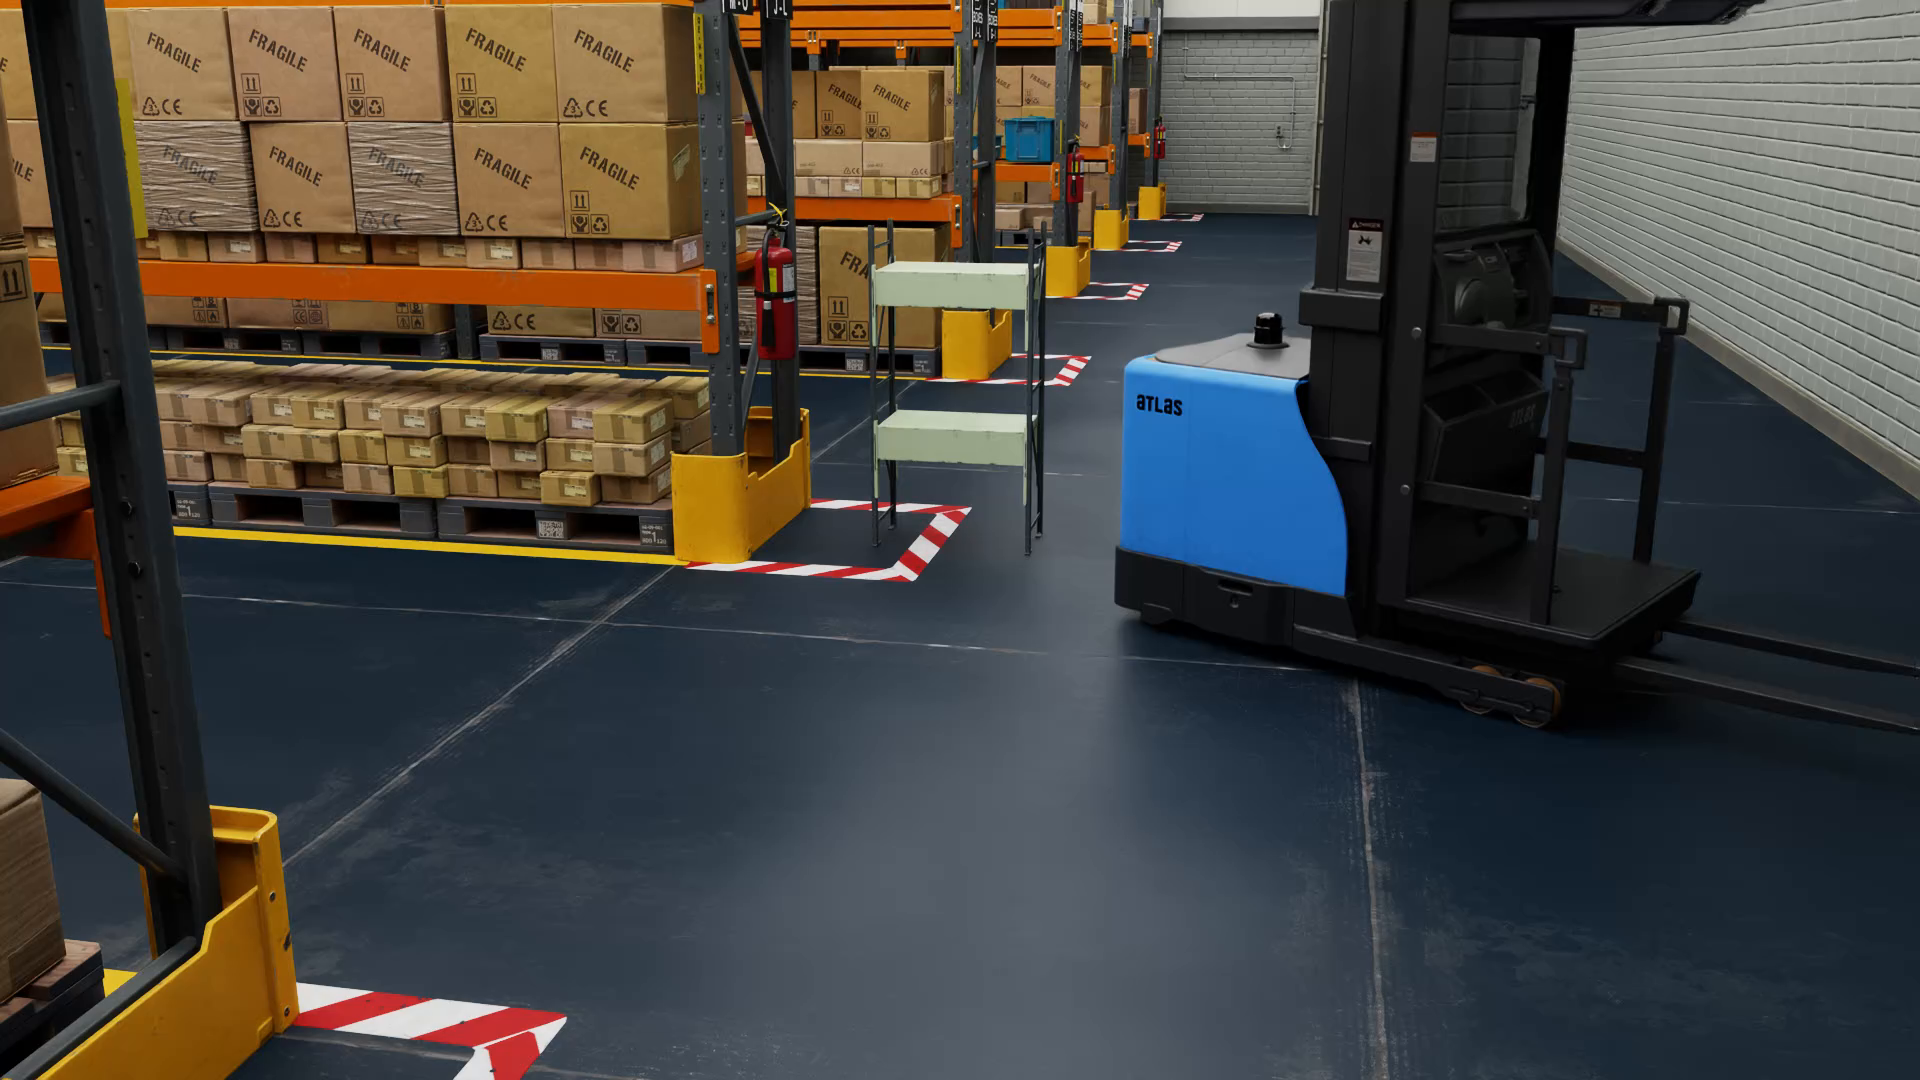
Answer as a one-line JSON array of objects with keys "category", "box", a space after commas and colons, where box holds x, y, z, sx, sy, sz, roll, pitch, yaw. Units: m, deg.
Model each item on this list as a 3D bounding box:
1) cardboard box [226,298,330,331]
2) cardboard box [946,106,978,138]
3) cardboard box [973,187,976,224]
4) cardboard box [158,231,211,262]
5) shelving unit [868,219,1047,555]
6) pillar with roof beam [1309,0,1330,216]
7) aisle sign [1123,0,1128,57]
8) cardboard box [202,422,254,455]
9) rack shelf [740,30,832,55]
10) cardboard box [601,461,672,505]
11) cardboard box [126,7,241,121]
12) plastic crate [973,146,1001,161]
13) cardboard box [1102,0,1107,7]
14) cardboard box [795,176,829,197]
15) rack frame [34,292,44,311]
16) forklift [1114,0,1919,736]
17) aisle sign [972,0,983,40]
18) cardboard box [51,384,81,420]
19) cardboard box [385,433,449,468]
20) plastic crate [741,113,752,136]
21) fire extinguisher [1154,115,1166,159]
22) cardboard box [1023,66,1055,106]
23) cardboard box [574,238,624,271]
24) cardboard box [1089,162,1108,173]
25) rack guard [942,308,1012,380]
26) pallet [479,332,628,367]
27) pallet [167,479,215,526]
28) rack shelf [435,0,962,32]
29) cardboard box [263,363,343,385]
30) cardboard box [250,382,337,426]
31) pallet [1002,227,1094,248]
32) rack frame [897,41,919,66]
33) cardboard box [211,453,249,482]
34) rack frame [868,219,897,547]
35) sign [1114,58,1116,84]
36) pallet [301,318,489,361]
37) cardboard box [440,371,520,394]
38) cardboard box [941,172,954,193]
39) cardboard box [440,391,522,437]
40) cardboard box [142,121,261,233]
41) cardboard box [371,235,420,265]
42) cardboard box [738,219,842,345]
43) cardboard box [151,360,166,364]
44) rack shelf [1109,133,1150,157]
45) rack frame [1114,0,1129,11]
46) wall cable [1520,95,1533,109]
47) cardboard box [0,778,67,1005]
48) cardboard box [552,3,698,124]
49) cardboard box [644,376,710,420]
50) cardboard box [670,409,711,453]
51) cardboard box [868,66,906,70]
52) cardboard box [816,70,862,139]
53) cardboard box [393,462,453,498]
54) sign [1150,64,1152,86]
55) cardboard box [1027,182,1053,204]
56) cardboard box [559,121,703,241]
[{"category": "cardboard box", "box": [-5.311, -2.250, 13.689, 0.875, 0.875, 1.225, 3, 16, 9]}, {"category": "cardboard box", "box": [0.110, -5.456, 21.883, 0.500, 0.500, 0.500, 3, 16, 10]}, {"category": "cardboard box", "box": [0.016, -4.497, 22.460, 0.637, 0.503, 0.797, 3, 16, 11]}, {"category": "cardboard box", "box": [-3.640, -1.440, 8.043, 0.250, 0.149, 0.380, 3, 16, 12]}, {"category": "shelving unit", "box": [-0.007, -0.723, 7.793, 0.755, 1.500, 0.431, 3, 16, 11]}, {"category": "pillar with roof beam", "box": [5.037, -8.517, 21.884, 0.400, 9.000, 9.100, 3, 16, 11]}, {"category": "aisle sign", "box": [2.099, -6.543, 21.123, 0.004, 0.787, 0.394, 3, 16, 11]}, {"category": "cardboard box", "box": [-3.559, -0.543, 8.328, 0.250, 0.149, 0.380, 4, 16, 14]}, {"category": "rack shelf", "box": [-3.786, -6.792, 22.621, 4.000, 0.370, 1.077, 3, 16, 11]}, {"category": "cardboard box", "box": [-1.529, -0.292, 7.982, 0.250, 0.149, 0.380, 3, 16, 12]}, {"category": "cardboard box", "box": [-3.499, -2.230, 7.807, 0.500, 0.500, 0.500, 3, 16, 12]}, {"category": "plastic crate", "box": [0.268, -3.976, 17.109, 0.243, 0.136, 0.396, 3, 16, 11]}, {"category": "cardboard box", "box": [1.642, -7.083, 21.670, 0.500, 0.250, 0.500, 3, 16, 11]}, {"category": "cardboard box", "box": [-1.045, -2.635, 12.356, 0.250, 0.149, 0.380, 3, 16, 12]}, {"category": "rack frame", "box": [-4.891, -1.703, 8.522, 0.127, 3.000, 1.000, 3, 16, 11]}, {"category": "forklift", "box": [2.081, -0.900, 5.869, 3.031, 2.867, 1.129, 13, 20, 39]}, {"category": "aisle sign", "box": [0.126, -3.953, 11.774, 0.004, 0.787, 0.394, 3, 16, 11]}, {"category": "cardboard box", "box": [-4.337, -0.716, 8.396, 0.250, 0.149, 0.380, 4, 16, 14]}, {"category": "cardboard box", "box": [-2.565, -0.467, 8.056, 0.250, 0.149, 0.380, 3, 16, 12]}, {"category": "plastic crate", "box": [-1.992, -4.238, 17.439, 0.583, 0.464, 0.402, 3, 16, 11]}, {"category": "fire extinguisher", "box": [3.133, -6.324, 26.047, 0.183, 0.674, 0.296, 3, 16, 11]}, {"category": "cardboard box", "box": [1.107, -5.882, 21.548, 0.500, 0.500, 0.500, 4, 16, 13]}, {"category": "cardboard box", "box": [-1.584, -1.336, 7.666, 0.250, 0.149, 0.380, 3, 16, 11]}, {"category": "cardboard box", "box": [2.209, -5.950, 26.535, 0.250, 0.149, 0.380, 3, 16, 10]}, {"category": "rack guard", "box": [0.139, -1.577, 12.747, 0.348, 0.500, 1.175, 3, 16, 11]}, {"category": "pallet", "box": [-3.074, -1.591, 13.339, 1.213, 0.211, 1.003, 3, 16, 11]}, {"category": "pallet", "box": [-4.226, -0.333, 8.798, 1.213, 0.211, 1.003, 3, 16, 11]}, {"category": "rack shelf", "box": [-1.844, -3.988, 12.498, 4.000, 0.370, 1.077, 3, 16, 11]}, {"category": "cardboard box", "box": [-3.465, -0.829, 8.803, 0.250, 0.149, 0.380, 2, 16, 8]}, {"category": "cardboard box", "box": [-3.303, -0.679, 8.265, 0.250, 0.149, 0.380, 2, 16, 9]}, {"category": "pallet", "box": [1.238, -4.076, 22.312, 1.213, 0.211, 1.003, 3, 16, 11]}, {"category": "rack frame", "box": [-0.843, -6.883, 27.220, 0.127, 3.000, 1.000, 3, 16, 11]}, {"category": "cardboard box", "box": [-3.555, -0.409, 8.403, 0.250, 0.149, 0.380, 2, 16, 9]}, {"category": "rack frame", "box": [-0.365, -0.743, 7.863, 0.023, 1.500, 0.400, 3, 16, 11]}, {"category": "sign", "box": [1.963, -5.940, 21.056, 0.005, 0.325, 0.100, 3, 16, 11]}, {"category": "pallet", "box": [-4.575, -1.673, 13.636, 1.213, 0.211, 1.003, 3, 16, 11]}, {"category": "cardboard box", "box": [-2.462, -0.761, 8.560, 0.250, 0.149, 0.380, 4, 16, 13]}, {"category": "cardboard box", "box": [-0.166, -2.767, 12.832, 0.250, 0.149, 0.380, 3, 16, 12]}, {"category": "cardboard box", "box": [-2.296, -0.607, 8.003, 0.250, 0.149, 0.380, 2, 16, 9]}, {"category": "cardboard box", "box": [-3.484, -1.742, 7.917, 0.500, 0.500, 0.500, 3, 16, 10]}, {"category": "cardboard box", "box": [-2.592, -1.404, 7.913, 0.250, 0.149, 0.380, 2, 16, 9]}, {"category": "cardboard box", "box": [-1.419, -2.023, 12.868, 0.875, 0.875, 0.875, 3, 16, 11]}, {"category": "cardboard box", "box": [-4.491, -0.868, 8.944, 0.250, 0.149, 0.380, 4, 16, 13]}, {"category": "rack shelf", "box": [1.117, -6.430, 26.932, 4.000, 0.370, 1.077, 3, 16, 11]}, {"category": "rack frame", "box": [2.093, -8.265, 20.972, 0.127, 3.000, 1.000, 3, 16, 11]}, {"category": "wall cable", "box": [8.548, -7.670, 24.642, 0.112, 2.526, 3.097, 3, 16, 11]}, {"category": "cardboard box", "box": [-2.526, 0.833, 3.378, 0.875, 0.438, 0.875, 3, 16, 9]}, {"category": "cardboard box", "box": [-1.470, -2.123, 7.420, 0.500, 0.500, 0.500, 3, 16, 10]}, {"category": "cardboard box", "box": [-1.417, -0.722, 8.420, 0.250, 0.149, 0.380, 2, 16, 9]}, {"category": "cardboard box", "box": [-1.434, -0.557, 8.381, 0.250, 0.149, 0.380, 4, 16, 13]}, {"category": "cardboard box", "box": [-0.915, -5.991, 21.939, 0.500, 0.500, 0.500, 3, 16, 9]}, {"category": "cardboard box", "box": [-0.791, -3.338, 12.742, 0.500, 0.500, 0.500, 3, 16, 10]}, {"category": "cardboard box", "box": [-2.550, -0.323, 8.093, 0.250, 0.149, 0.380, 2, 16, 9]}, {"category": "sign", "box": [2.955, -7.201, 25.756, 0.005, 0.325, 0.100, 3, 16, 11]}, {"category": "cardboard box", "box": [1.388, -5.732, 26.961, 0.500, 0.500, 0.700, 3, 16, 9]}, {"category": "cardboard box", "box": [-1.463, -1.639, 7.544, 0.500, 0.500, 0.500, 3, 16, 12]}]
